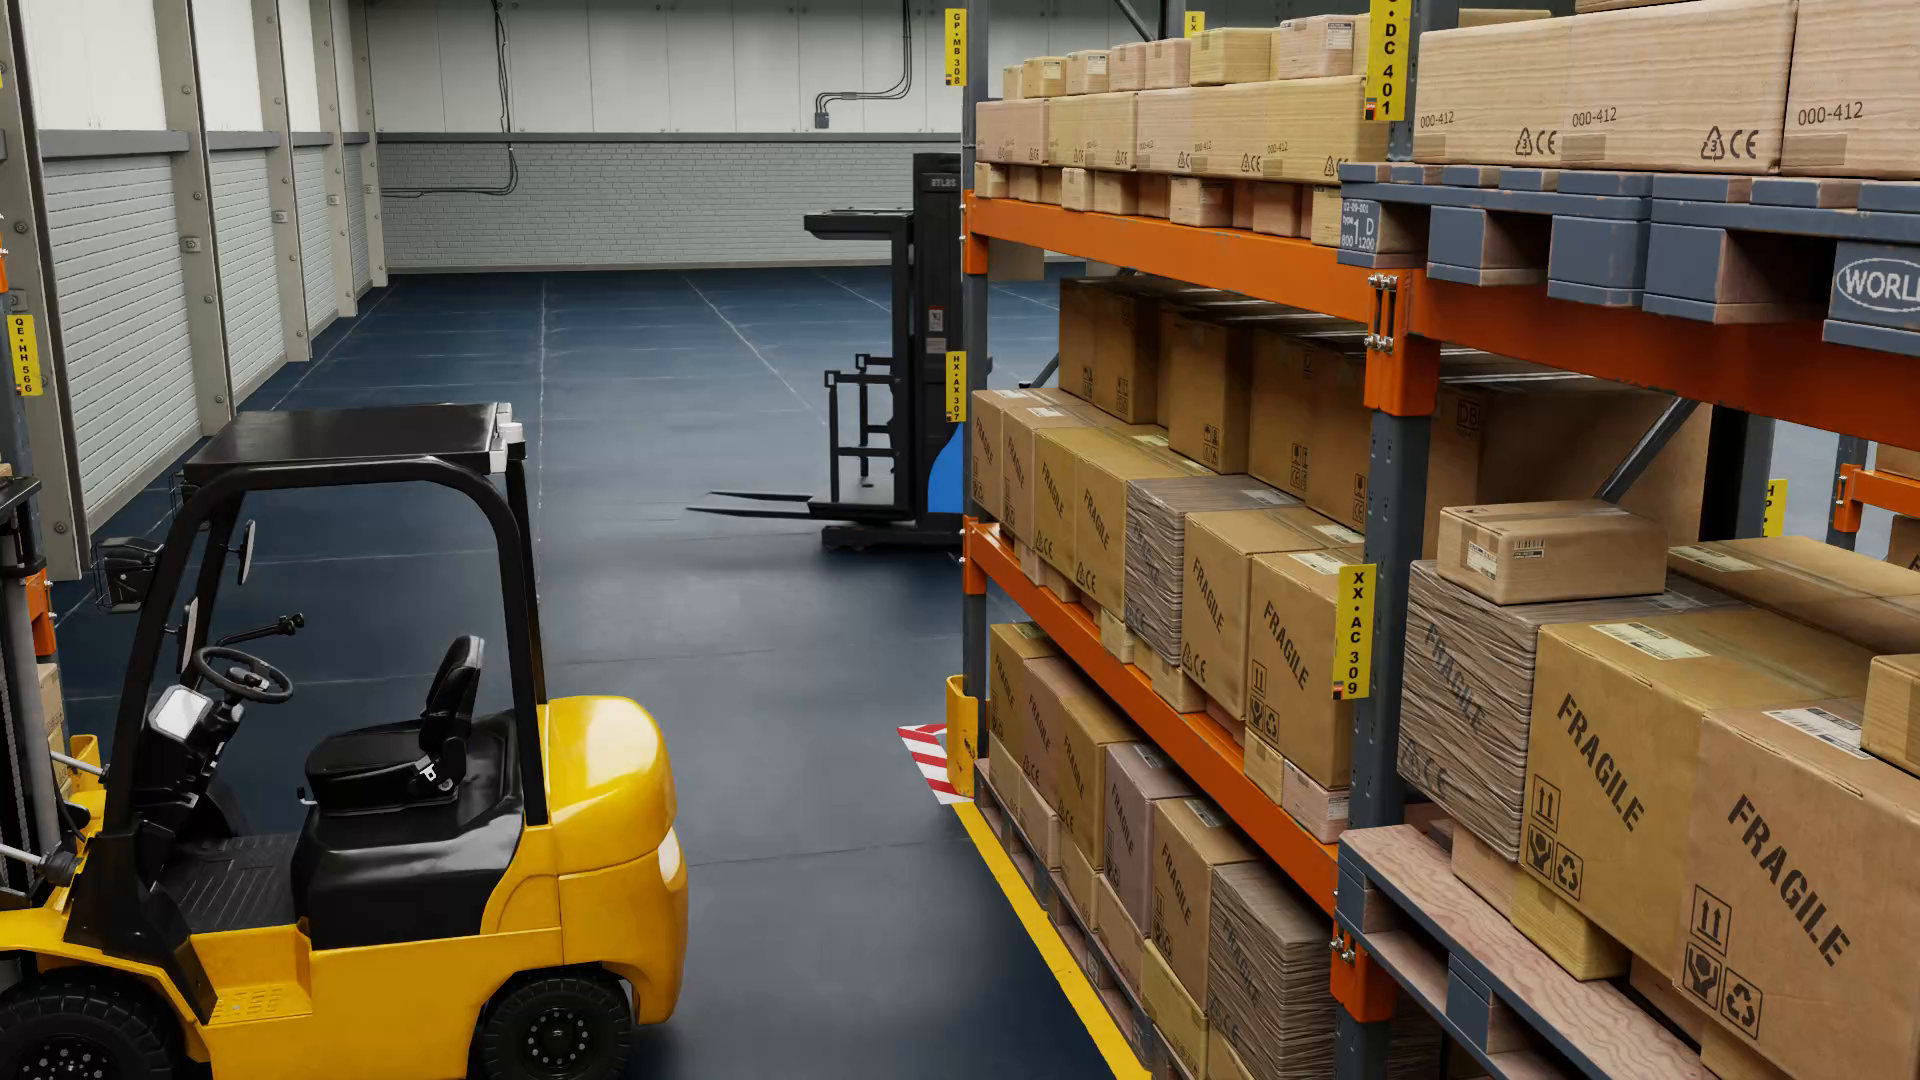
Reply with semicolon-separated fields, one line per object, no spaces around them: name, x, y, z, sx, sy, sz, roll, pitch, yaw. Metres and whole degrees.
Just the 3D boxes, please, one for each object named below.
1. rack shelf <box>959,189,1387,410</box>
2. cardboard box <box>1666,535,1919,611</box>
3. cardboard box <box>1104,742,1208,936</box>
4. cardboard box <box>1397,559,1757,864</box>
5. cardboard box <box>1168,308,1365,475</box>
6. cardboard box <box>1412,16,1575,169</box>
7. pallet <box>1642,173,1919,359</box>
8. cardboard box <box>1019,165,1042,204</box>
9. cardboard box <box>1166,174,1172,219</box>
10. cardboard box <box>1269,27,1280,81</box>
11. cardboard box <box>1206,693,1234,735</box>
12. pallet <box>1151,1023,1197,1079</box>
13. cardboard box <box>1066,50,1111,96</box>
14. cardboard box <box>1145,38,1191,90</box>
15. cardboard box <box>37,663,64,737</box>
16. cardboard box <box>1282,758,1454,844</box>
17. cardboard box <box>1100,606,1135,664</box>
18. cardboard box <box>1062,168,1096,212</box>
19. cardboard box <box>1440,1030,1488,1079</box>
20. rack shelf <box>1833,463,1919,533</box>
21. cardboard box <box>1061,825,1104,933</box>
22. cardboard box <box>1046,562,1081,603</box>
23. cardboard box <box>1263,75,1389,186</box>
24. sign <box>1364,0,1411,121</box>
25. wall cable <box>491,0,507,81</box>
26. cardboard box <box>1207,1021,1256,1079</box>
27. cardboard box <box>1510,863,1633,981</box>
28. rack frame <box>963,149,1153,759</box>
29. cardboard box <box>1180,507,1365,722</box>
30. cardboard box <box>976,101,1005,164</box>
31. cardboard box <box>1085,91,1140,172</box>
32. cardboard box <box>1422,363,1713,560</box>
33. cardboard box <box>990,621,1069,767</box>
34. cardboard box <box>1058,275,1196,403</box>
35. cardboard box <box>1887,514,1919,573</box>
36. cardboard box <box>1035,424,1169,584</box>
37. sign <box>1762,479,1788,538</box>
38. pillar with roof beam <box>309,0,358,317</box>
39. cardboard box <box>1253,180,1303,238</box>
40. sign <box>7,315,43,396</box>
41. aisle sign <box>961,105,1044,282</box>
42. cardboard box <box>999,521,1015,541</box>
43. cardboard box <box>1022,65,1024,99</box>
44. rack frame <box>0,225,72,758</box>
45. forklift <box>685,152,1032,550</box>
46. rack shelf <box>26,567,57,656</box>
rack shelf;0.983;-0.964;5.749;1.077;0.370;4.000;-3;14;-13
cardboard box;1.784;0.302;3.650;0.500;0.500;0.500;-4;14;-14
cardboard box;0.810;1.016;5.777;0.500;0.500;0.500;-3;14;-10
cardboard box;1.284;0.332;3.526;0.500;0.500;0.500;-3;14;-12
cardboard box;1.159;-0.539;5.869;0.700;0.500;0.500;-3;14;-14
cardboard box;1.200;-0.826;3.100;0.500;0.250;0.500;-4;14;-15
pallet;1.740;-0.374;2.211;1.213;0.211;1.003;-3;14;-13
cardboard box;0.453;-1.440;6.709;0.380;0.149;0.250;-3;14;-12
cardboard box;0.875;-1.089;5.272;0.380;0.149;0.250;-3;14;-12
cardboard box;1.056;-1.299;4.454;0.380;0.149;0.250;-3;14;-12
cardboard box;0.985;0.490;5.131;0.380;0.149;0.250;-3;14;-14
pallet;1.260;1.807;5.088;1.003;0.211;1.213;-3;14;-13
cardboard box;0.591;-1.650;5.889;0.380;0.149;0.250;-3;14;-12
cardboard box;0.795;-1.474;5.169;0.380;0.149;0.250;-3;14;-13
cardboard box;-3.900;0.694;6.566;0.500;0.250;0.500;-3;14;-11
cardboard box;1.080;0.670;4.395;0.380;0.149;0.250;-3;14;-14
cardboard box;0.712;0.318;5.836;0.380;0.149;0.250;-3;14;-13
cardboard box;0.582;-1.261;5.975;0.380;0.149;0.250;-3;14;-13
cardboard box;1.576;1.221;4.937;0.500;0.500;0.500;-3;14;-11
rack shelf;5.770;0.194;7.329;1.077;0.370;4.000;-3;14;-13
cardboard box;0.686;1.259;6.364;0.500;0.250;0.500;-2;14;-9
cardboard box;0.556;0.136;6.579;0.380;0.149;0.250;-3;14;-12
cardboard box;1.086;-1.011;4.114;0.500;0.250;0.500;-3;14;-14
sign;0.927;-1.071;3.582;0.100;0.325;0.005;-3;14;-13
wall cable;-8.846;-11.514;36.994;3.097;2.526;0.112;-3;14;-13
cardboard box;1.052;1.615;4.904;0.500;0.250;0.500;-3;14;-11
cardboard box;1.325;0.726;3.279;0.380;0.149;0.250;-3;14;-12
rack frame;0.513;-0.318;7.908;1.000;3.000;0.127;-3;14;-13
cardboard box;0.979;0.205;4.931;0.500;0.500;0.500;-3;14;-11
cardboard box;0.372;-1.716;6.999;0.500;0.250;0.500;-4;14;-14
cardboard box;0.727;-1.362;5.551;0.500;0.250;0.500;-3;14;-12
cardboard box;1.560;-0.187;4.430;0.700;0.500;0.500;-3;14;-14
cardboard box;0.440;0.657;7.248;0.500;0.500;0.500;-4;14;-15
cardboard box;0.845;-0.891;7.310;0.700;0.500;0.500;-4;14;-15
cardboard box;5.524;0.364;8.710;0.875;0.875;0.875;-3;14;-13
cardboard box;0.600;-0.149;6.381;0.500;0.500;0.500;-4;14;-14
sign;1.991;0.011;4.123;0.100;0.325;0.005;-3;14;-13
pillar with roof beam;-6.476;-8.520;28.841;9.100;9.000;0.400;-3;14;-13
cardboard box;1.024;-0.907;4.528;0.380;0.149;0.250;-3;14;-13
sign;-3.780;-0.745;6.717;0.100;0.325;0.005;-3;14;-13
aisle sign;0.197;-1.578;7.587;0.394;0.787;0.004;-3;14;-13
cardboard box;0.391;-0.106;7.570;0.380;0.149;0.250;-3;14;-13
cardboard box;0.473;-1.890;6.871;0.380;0.149;0.250;-3;14;-13
rack frame;-4.311;-0.040;6.772;1.000;3.000;0.127;-3;14;-13
forklift;-0.600;-1.471;12.771;3.031;2.935;1.130;2;14;10
rack shelf;-3.841;0.771;4.969;1.077;0.370;4.000;-3;14;-13
